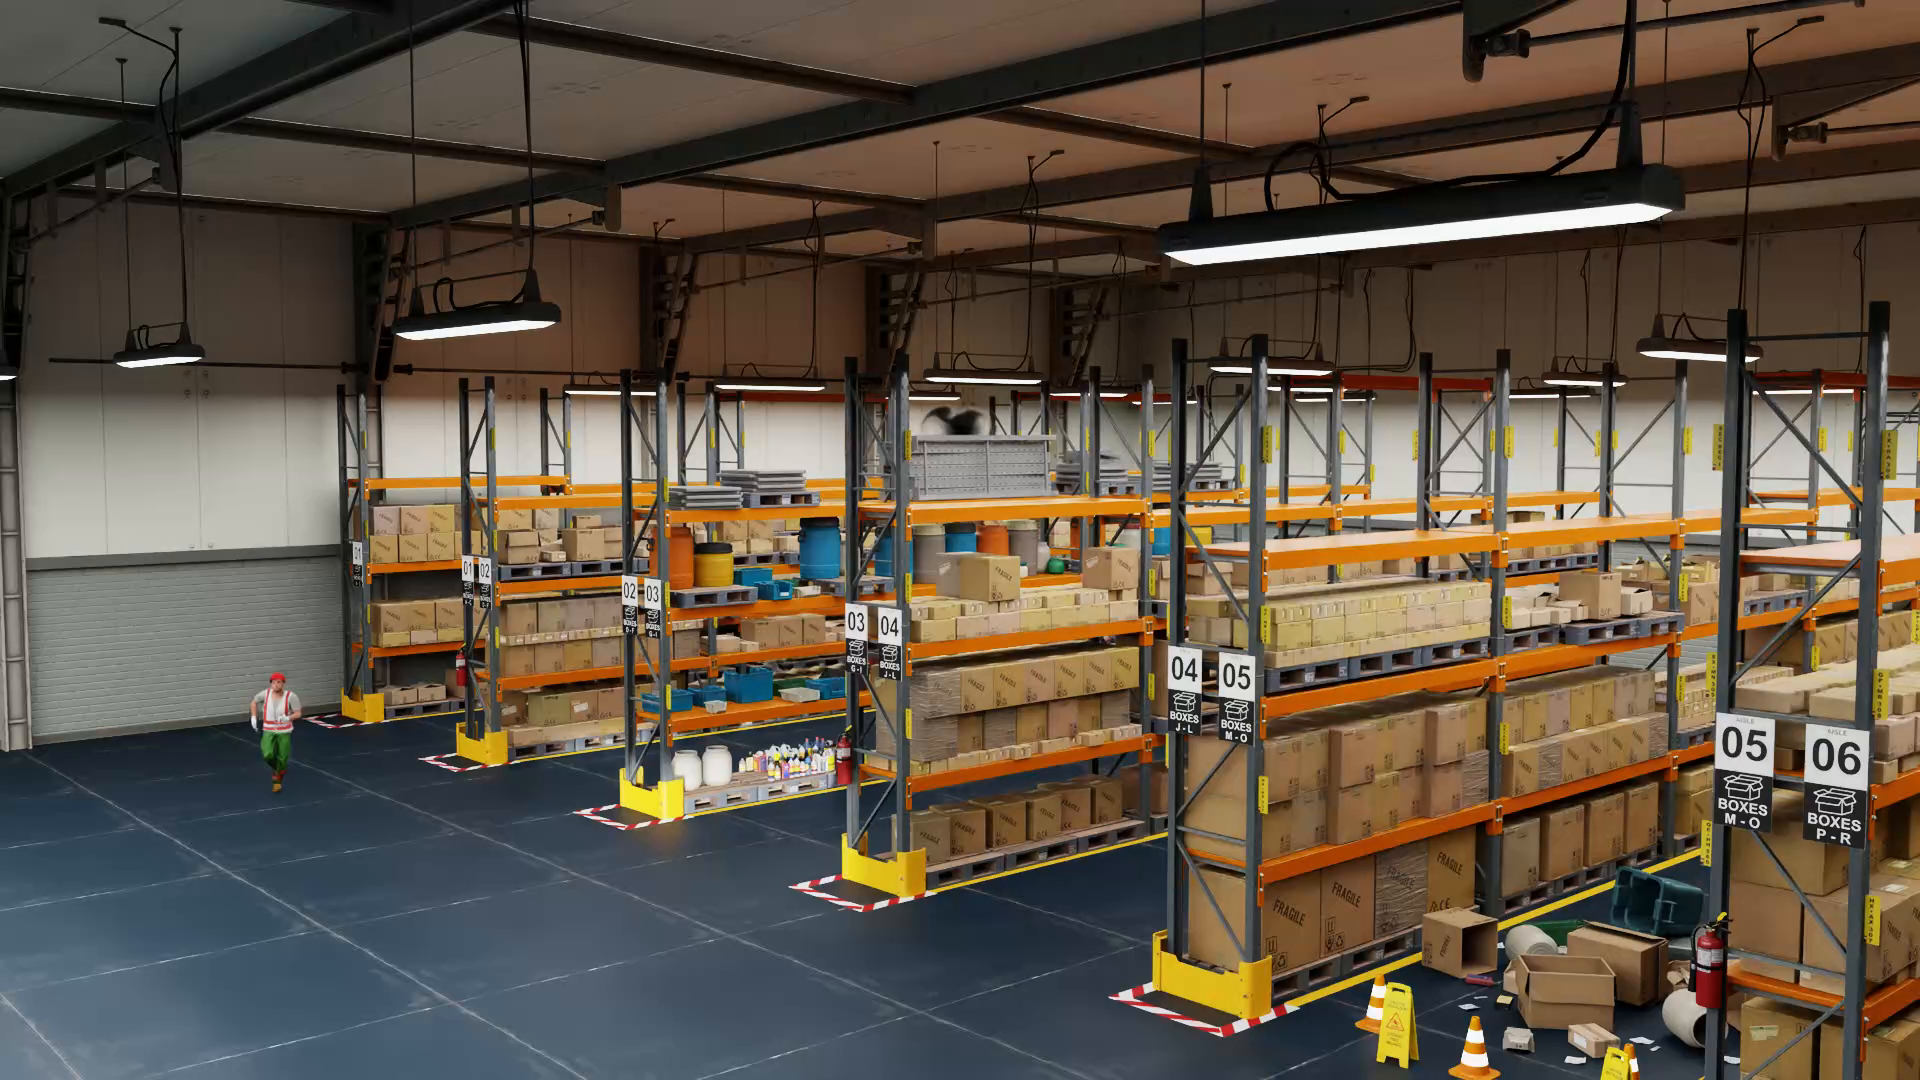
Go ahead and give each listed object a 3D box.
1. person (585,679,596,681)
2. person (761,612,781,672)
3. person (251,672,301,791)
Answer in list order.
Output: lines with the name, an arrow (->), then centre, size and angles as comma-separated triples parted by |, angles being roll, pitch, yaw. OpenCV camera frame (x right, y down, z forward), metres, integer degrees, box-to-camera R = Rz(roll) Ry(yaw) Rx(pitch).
person -> -6.433, 2.481, 29.243 | 0.538, 1.554, 0.500 | 3, 5, 37
person -> -3.740, 2.124, 32.785 | 0.588, 1.831, 0.835 | 3, 5, 40
person -> -9.729, 2.740, 23.623 | 0.709, 1.726, 0.698 | -1, 4, -13
